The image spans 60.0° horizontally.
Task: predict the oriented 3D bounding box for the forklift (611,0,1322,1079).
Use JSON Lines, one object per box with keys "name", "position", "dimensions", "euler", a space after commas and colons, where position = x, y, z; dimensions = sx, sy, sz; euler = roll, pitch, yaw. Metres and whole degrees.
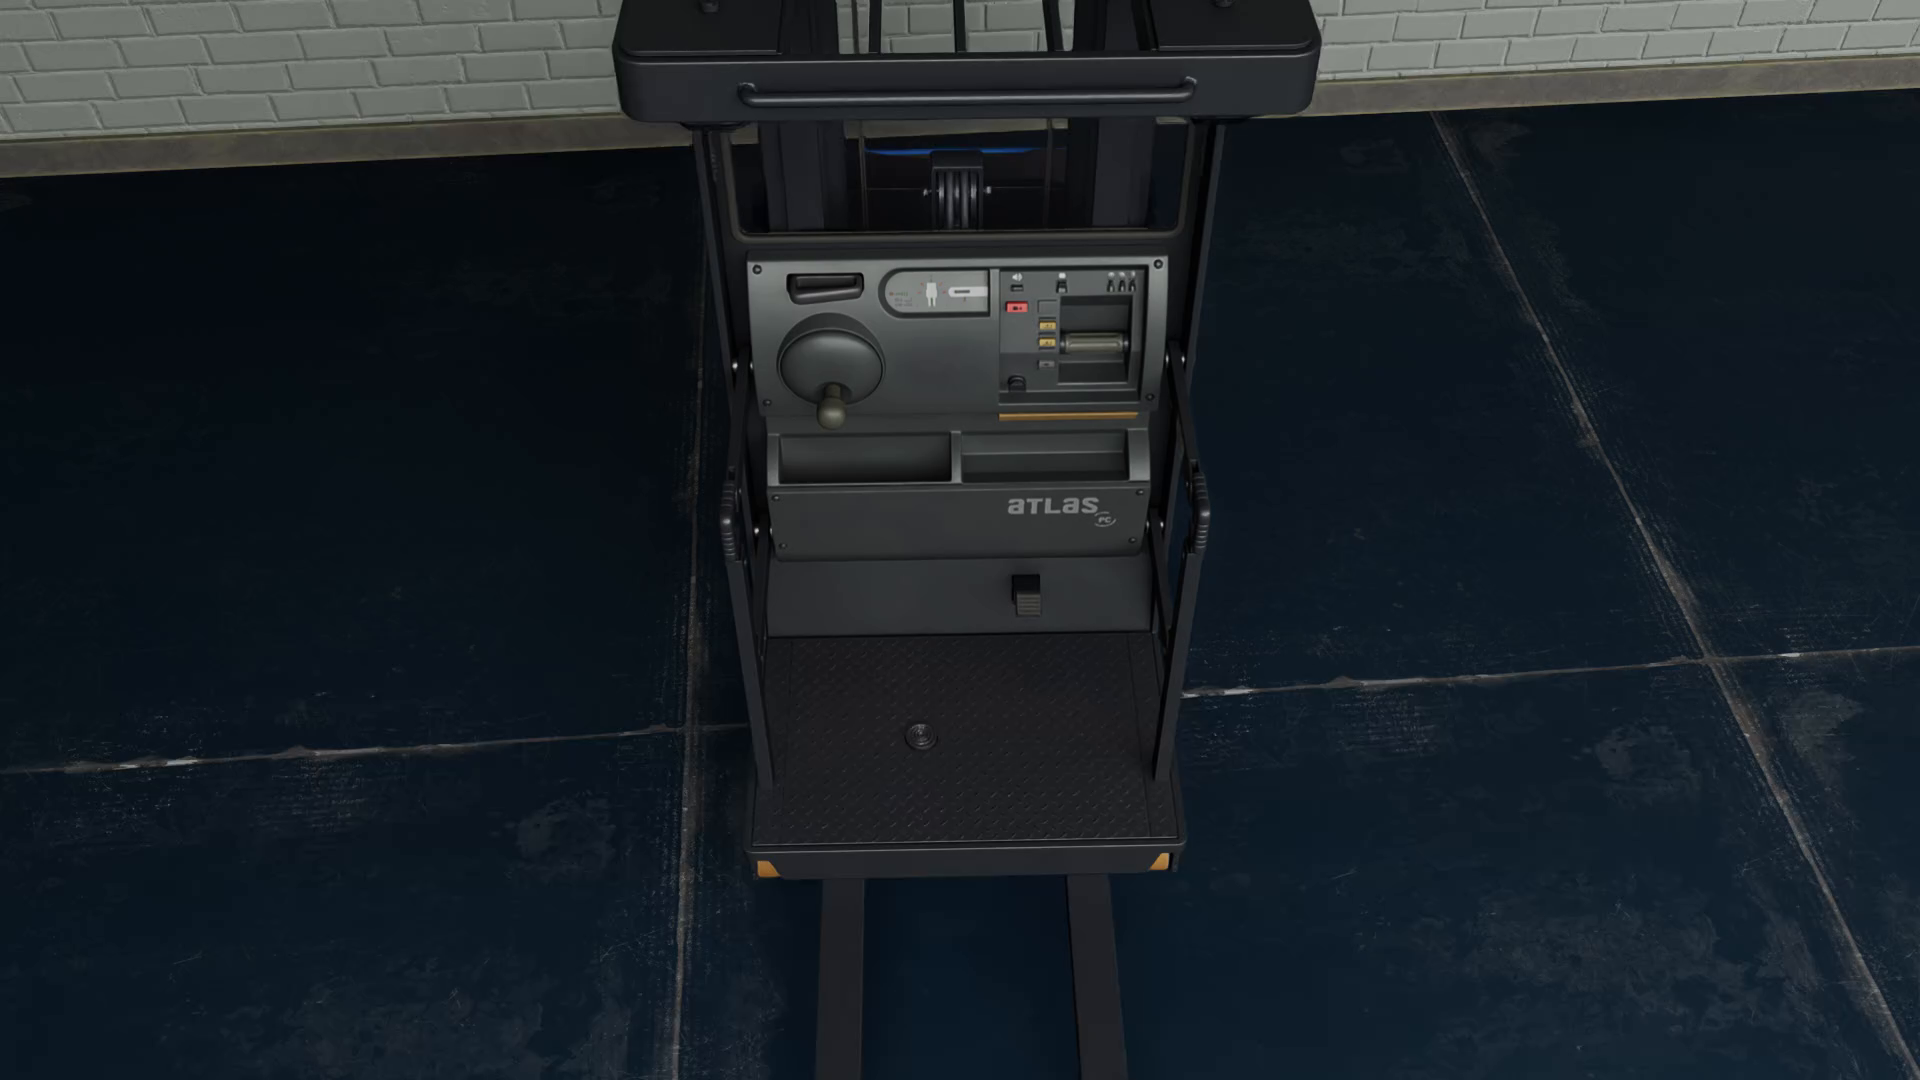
{"name": "forklift", "position": [0.003, -0.356, 3.569], "dimensions": [1.130, 2.935, 3.031], "euler": [-1, 47, -1]}
